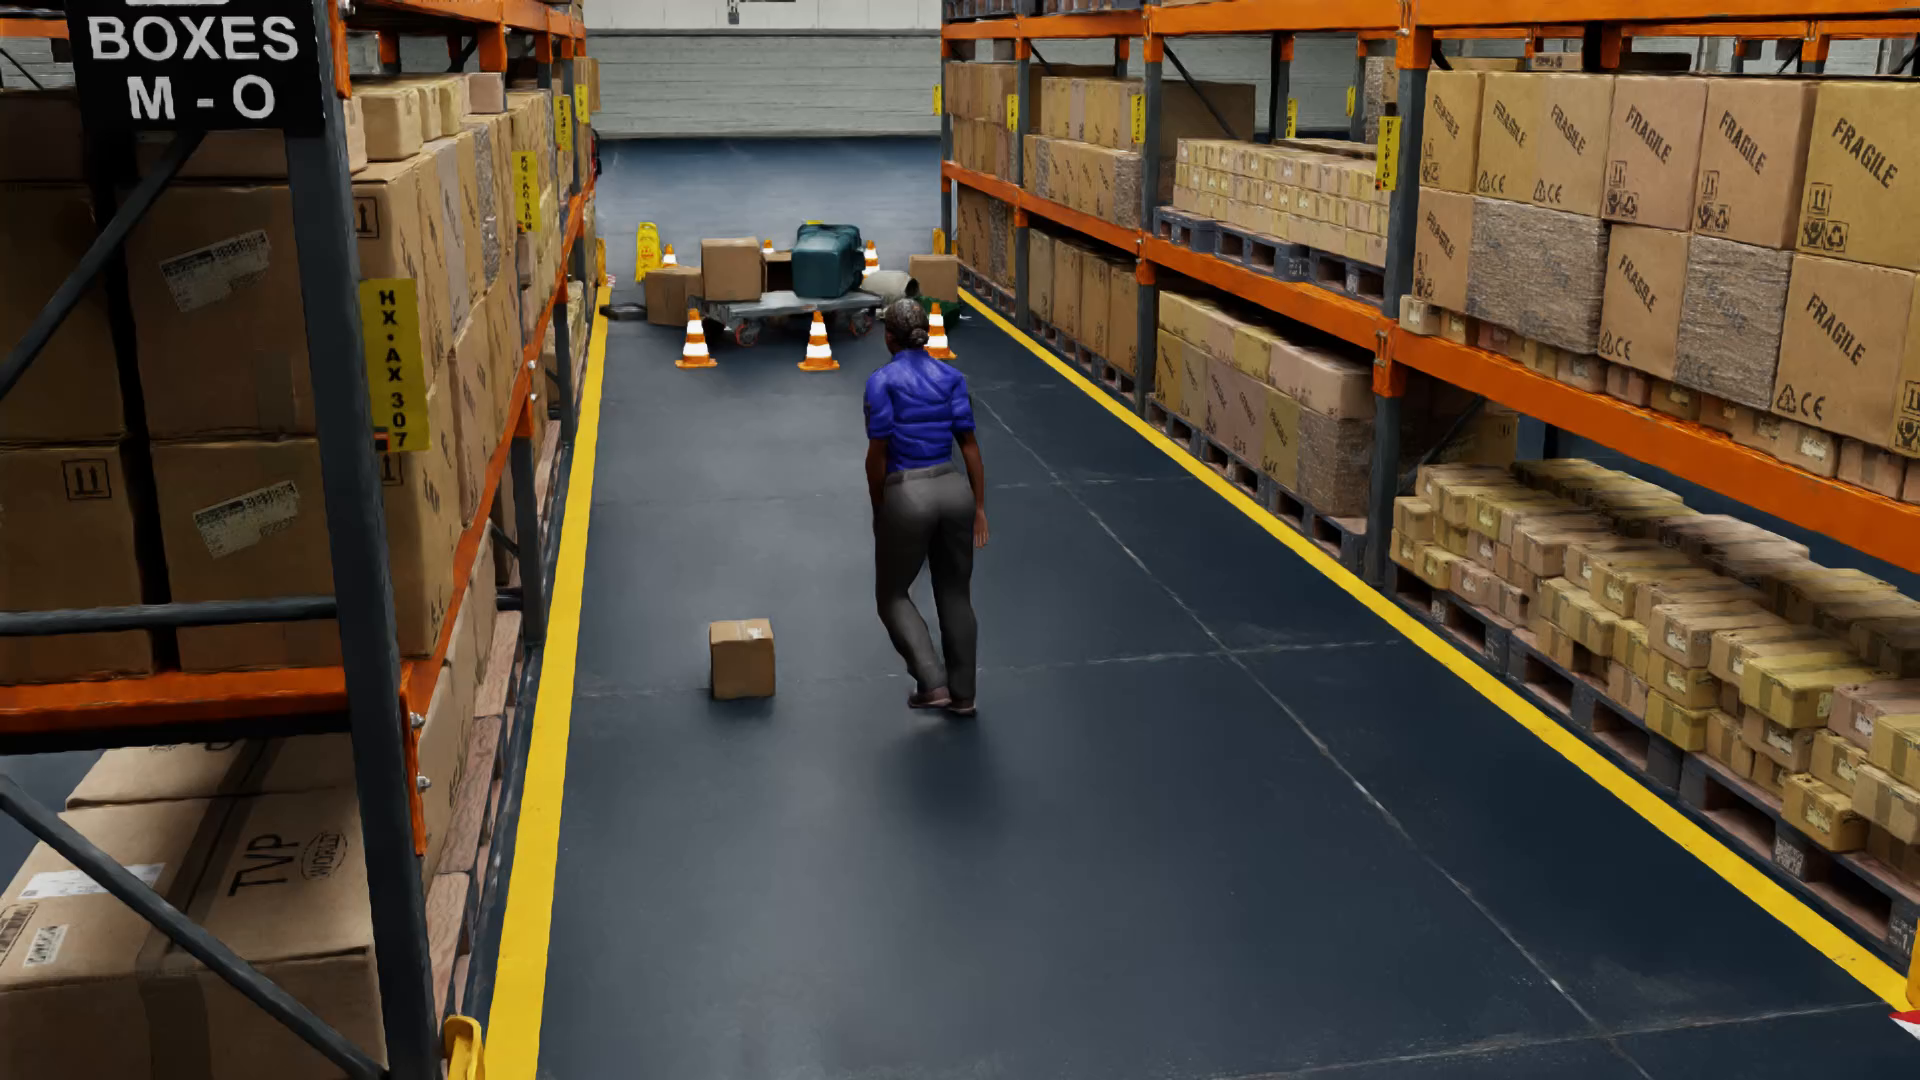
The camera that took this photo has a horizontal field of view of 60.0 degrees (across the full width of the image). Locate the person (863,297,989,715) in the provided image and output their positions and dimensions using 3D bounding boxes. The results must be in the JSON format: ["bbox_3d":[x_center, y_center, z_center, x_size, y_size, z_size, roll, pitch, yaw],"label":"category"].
[{"bbox_3d":[-0.124,-0.097,6.416,0.448,1.635,0.600,-9,19,-29],"label":"person"}]
